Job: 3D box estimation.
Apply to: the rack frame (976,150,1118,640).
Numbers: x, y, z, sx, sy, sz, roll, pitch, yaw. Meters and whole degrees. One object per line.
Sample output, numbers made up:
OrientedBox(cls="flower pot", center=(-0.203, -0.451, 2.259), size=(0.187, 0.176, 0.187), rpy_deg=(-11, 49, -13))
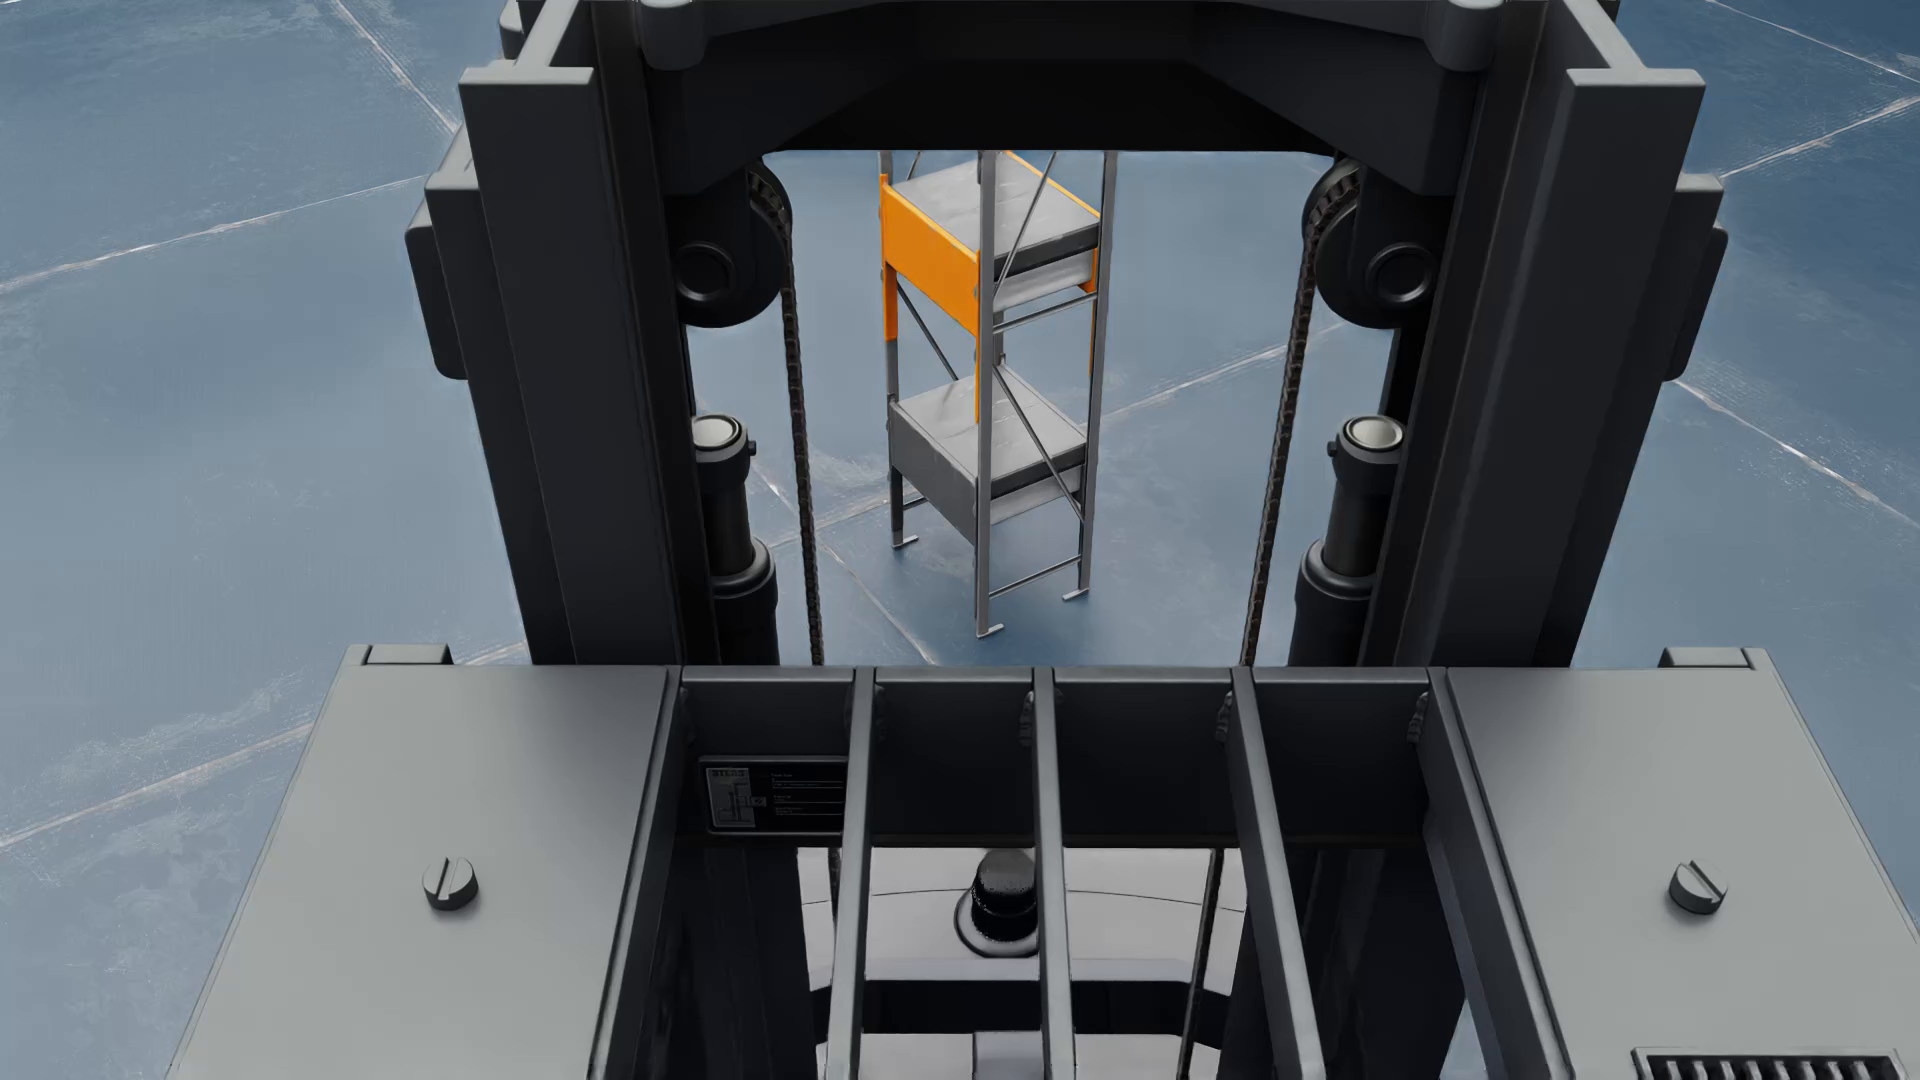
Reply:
OrientedBox(cls="rack frame", center=(0.220, -0.586, 4.313), size=(0.400, 2.100, 0.015), rpy_deg=(-22, 45, -24))

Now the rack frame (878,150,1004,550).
OrientedBox(cls="rack frame", center=(-0.042, -0.849, 4.629), size=(0.400, 2.100, 0.015), rpy_deg=(-22, 45, -24))

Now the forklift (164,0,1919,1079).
OrientedBox(cls="forklift", center=(0.072, 1.064, 1.683), size=(1.130, 2.935, 3.031), rpy_deg=(0, 40, 0))

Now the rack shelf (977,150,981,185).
OrientedBox(cls="rack shelf", center=(0.089, -1.245, 4.031), size=(0.431, 0.518, 0.480), rpy_deg=(-22, 45, -24))

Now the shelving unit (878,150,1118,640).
OrientedBox(cls="shelving unit", center=(0.089, -0.717, 4.471), size=(0.431, 2.100, 0.503), rpy_deg=(-22, 45, -24))

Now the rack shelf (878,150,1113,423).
OrientedBox(cls="rack shelf", center=(0.089, -0.707, 4.479), size=(0.431, 0.518, 0.480), rpy_deg=(-22, 45, -24))

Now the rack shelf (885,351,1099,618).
OrientedBox(cls="rack shelf", center=(0.089, -0.169, 4.927), size=(0.431, 0.518, 0.480), rpy_deg=(-22, 45, -24))
